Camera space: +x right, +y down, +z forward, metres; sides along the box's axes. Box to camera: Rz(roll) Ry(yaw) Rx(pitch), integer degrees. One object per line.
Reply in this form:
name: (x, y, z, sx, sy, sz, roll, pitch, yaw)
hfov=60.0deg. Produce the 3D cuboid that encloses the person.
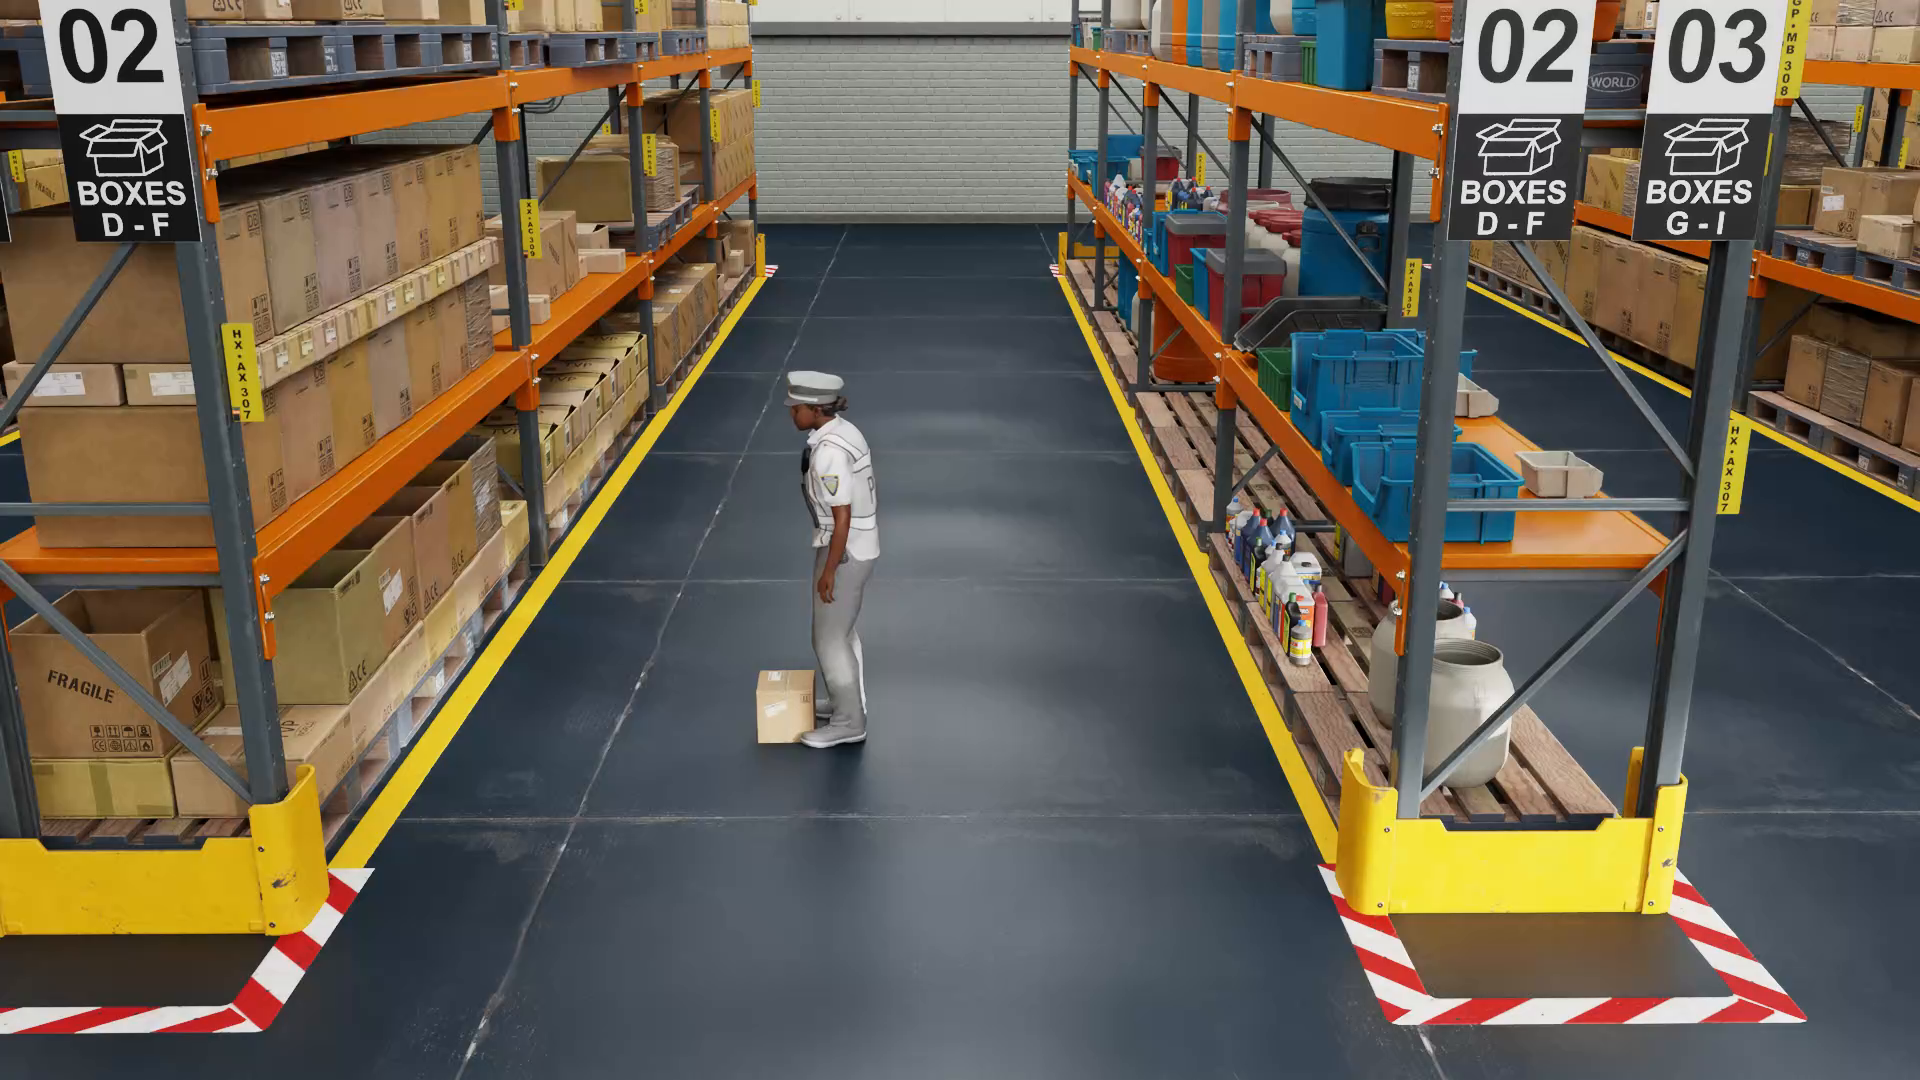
person: (-0.552, 0.075, 7.309, 0.400, 1.657, 0.517, -1, 17, -2)
